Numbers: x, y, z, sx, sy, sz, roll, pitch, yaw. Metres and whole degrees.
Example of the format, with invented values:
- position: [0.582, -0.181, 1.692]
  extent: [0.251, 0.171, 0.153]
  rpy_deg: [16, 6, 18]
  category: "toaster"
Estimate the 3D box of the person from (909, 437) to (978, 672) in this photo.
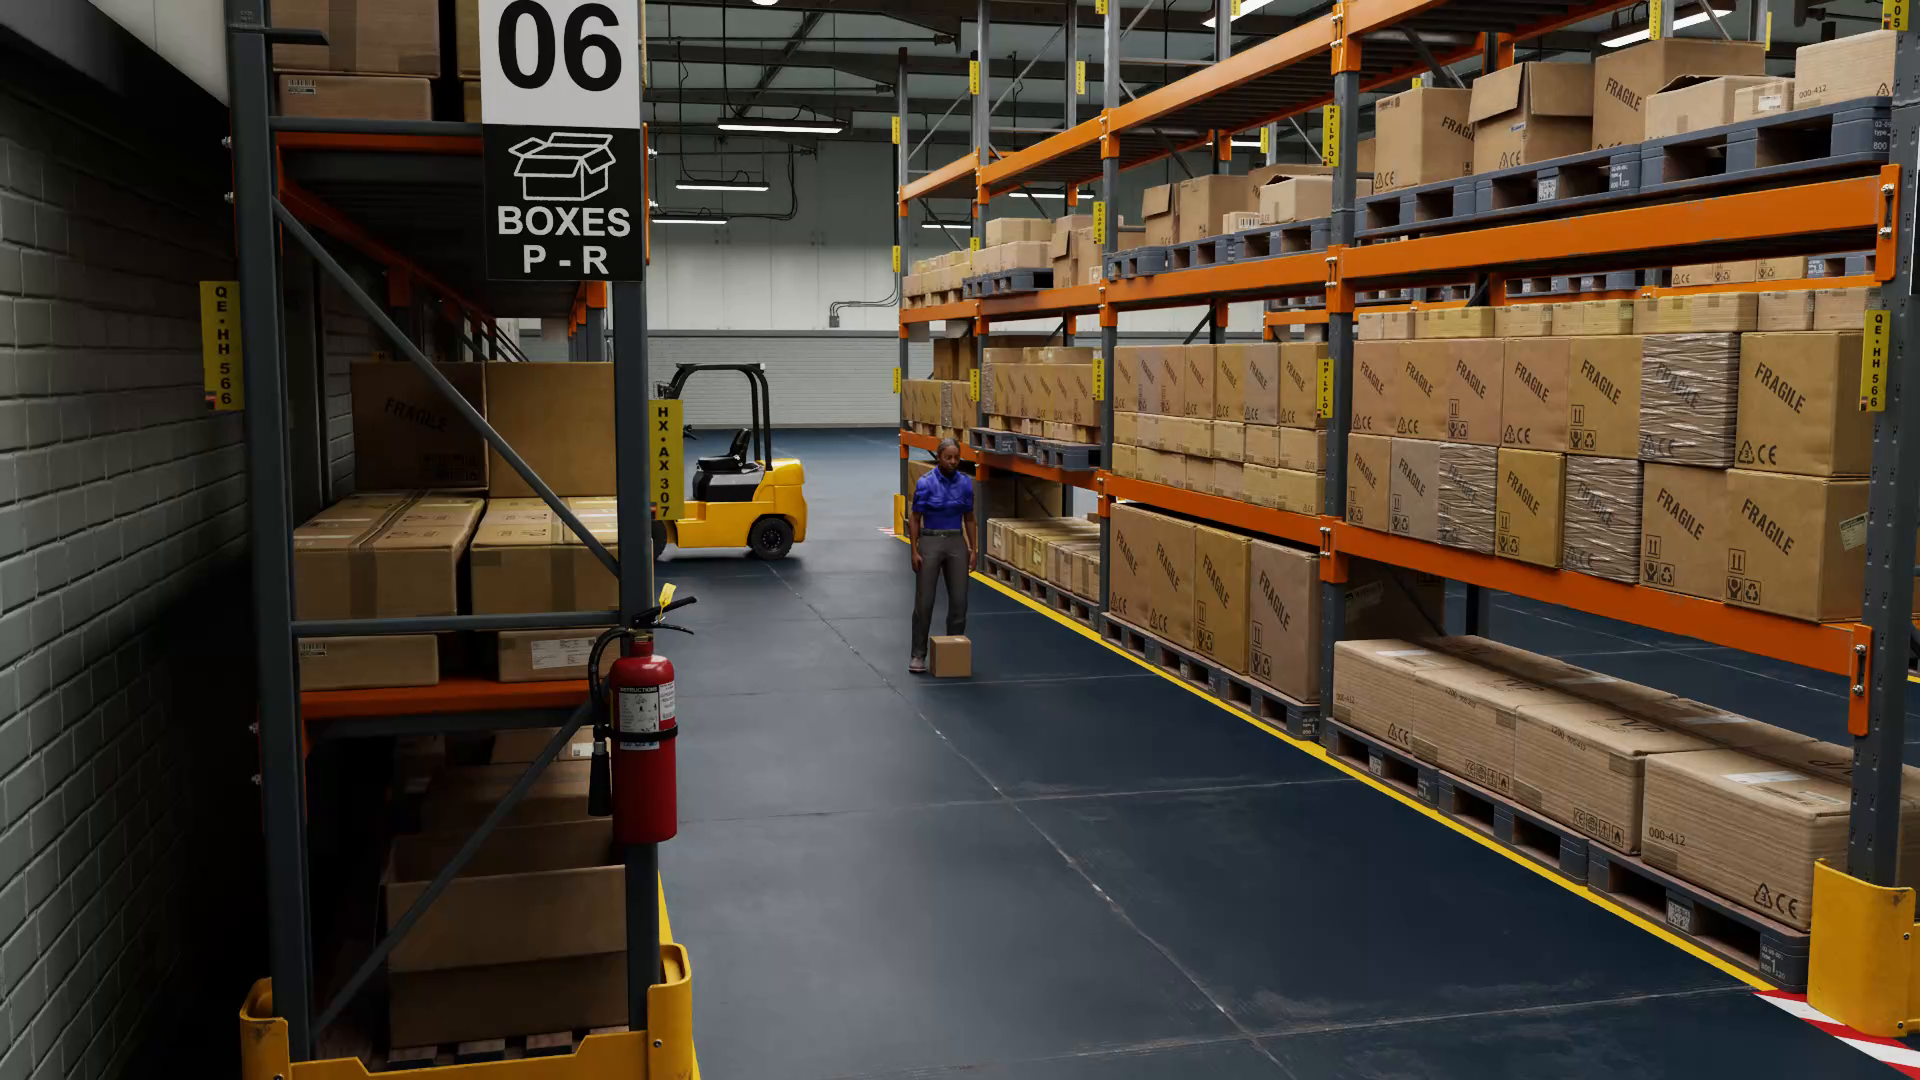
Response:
- position: [-0.128, 0.095, 11.832]
  extent: [0.532, 1.655, 0.349]
  rpy_deg: [-2, 7, -17]
  category: "person"
